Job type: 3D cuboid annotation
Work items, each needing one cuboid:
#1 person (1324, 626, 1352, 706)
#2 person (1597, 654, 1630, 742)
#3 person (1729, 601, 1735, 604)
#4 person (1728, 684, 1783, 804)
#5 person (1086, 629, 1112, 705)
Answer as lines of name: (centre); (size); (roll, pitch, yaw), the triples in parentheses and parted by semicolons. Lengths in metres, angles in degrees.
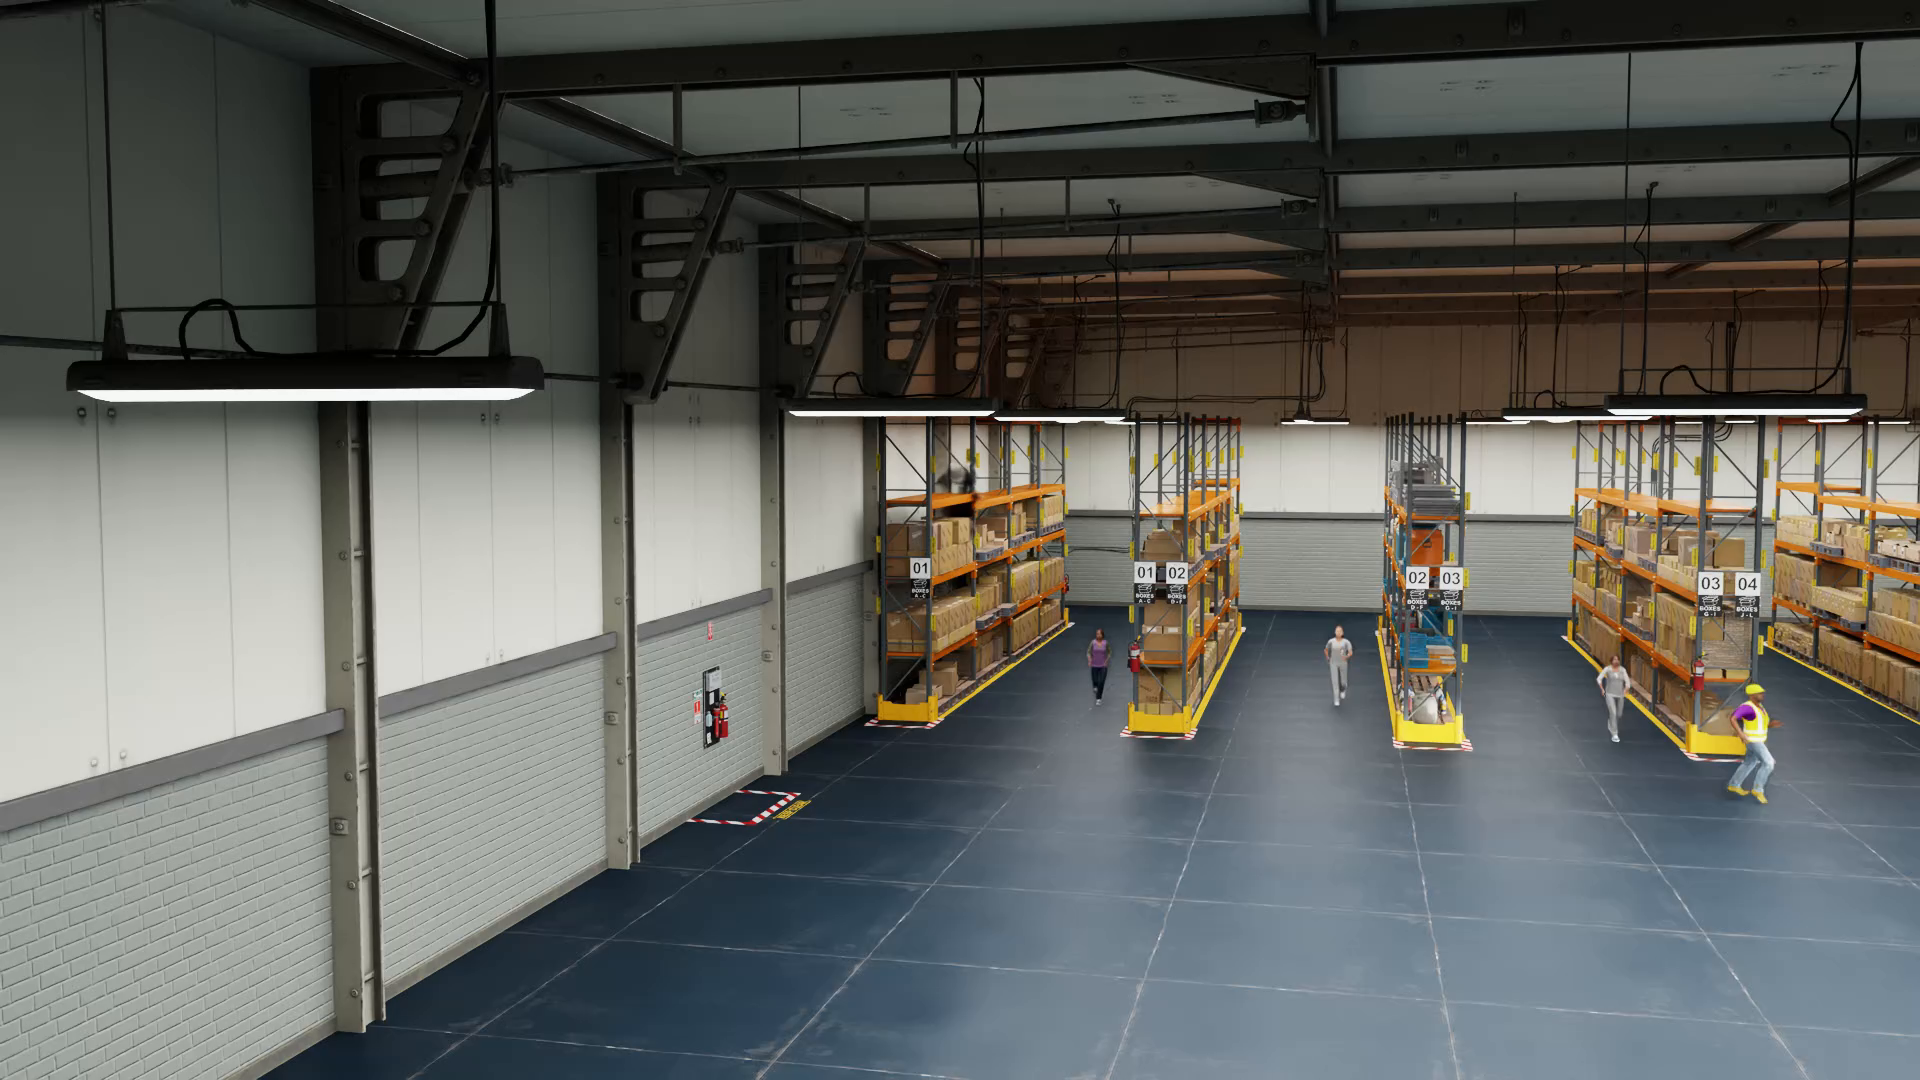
person: (7.813, 2.581, 34.367); (0.571, 1.628, 0.752); (1, 4, 16)
person: (11.996, 2.870, 30.538); (0.562, 1.582, 0.786); (0, 4, 7)
person: (19.470, 2.033, 41.361); (0.643, 1.790, 0.711); (1, 4, 10)
person: (12.193, 3.121, 25.508); (0.753, 1.823, 0.674); (3, 5, 36)
person: (2.889, 2.629, 34.501); (0.538, 1.538, 0.549); (0, 4, 5)
